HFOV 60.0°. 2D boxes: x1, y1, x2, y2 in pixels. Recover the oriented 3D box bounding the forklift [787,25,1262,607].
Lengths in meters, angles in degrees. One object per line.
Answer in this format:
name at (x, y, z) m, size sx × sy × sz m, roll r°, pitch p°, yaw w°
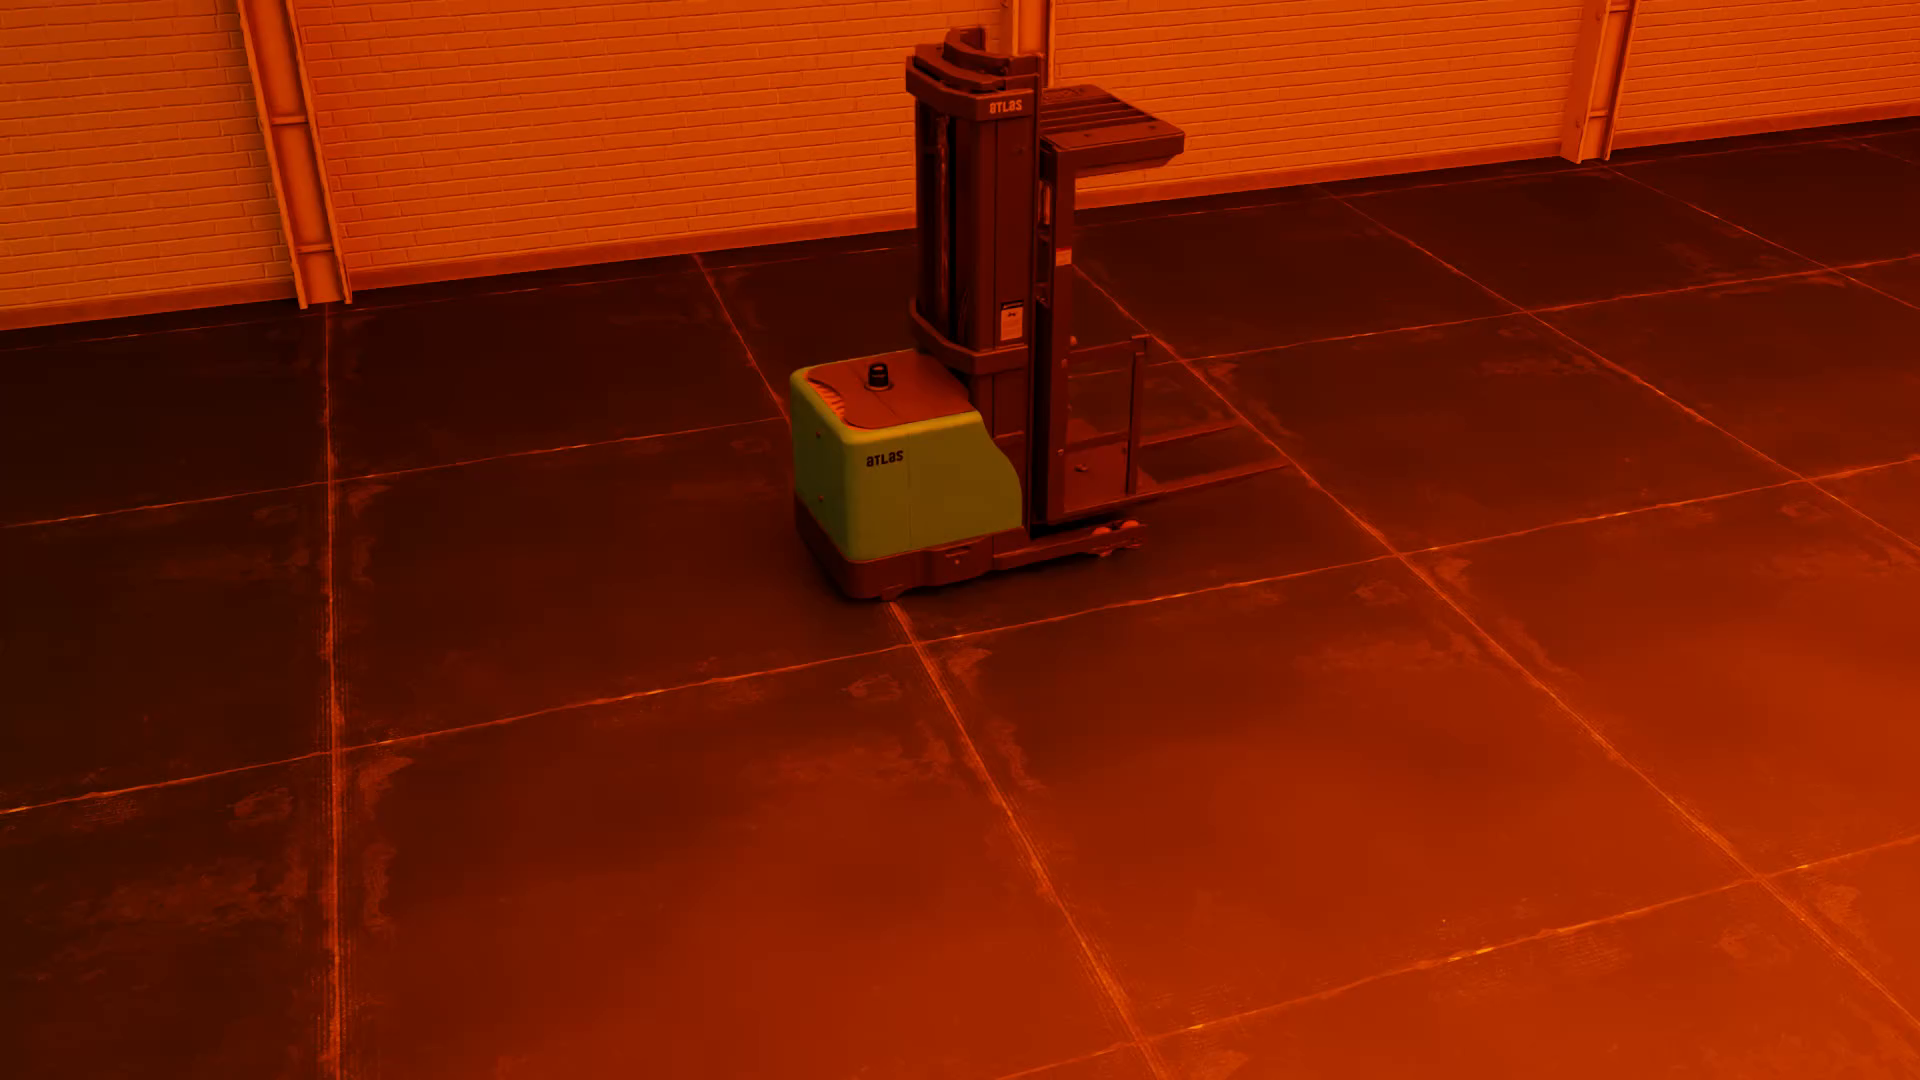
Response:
forklift at (0.508, -1.453, 9.613) m, size 3.031 × 2.935 × 1.130 m, roll -19°, pitch 35°, yaw -29°
